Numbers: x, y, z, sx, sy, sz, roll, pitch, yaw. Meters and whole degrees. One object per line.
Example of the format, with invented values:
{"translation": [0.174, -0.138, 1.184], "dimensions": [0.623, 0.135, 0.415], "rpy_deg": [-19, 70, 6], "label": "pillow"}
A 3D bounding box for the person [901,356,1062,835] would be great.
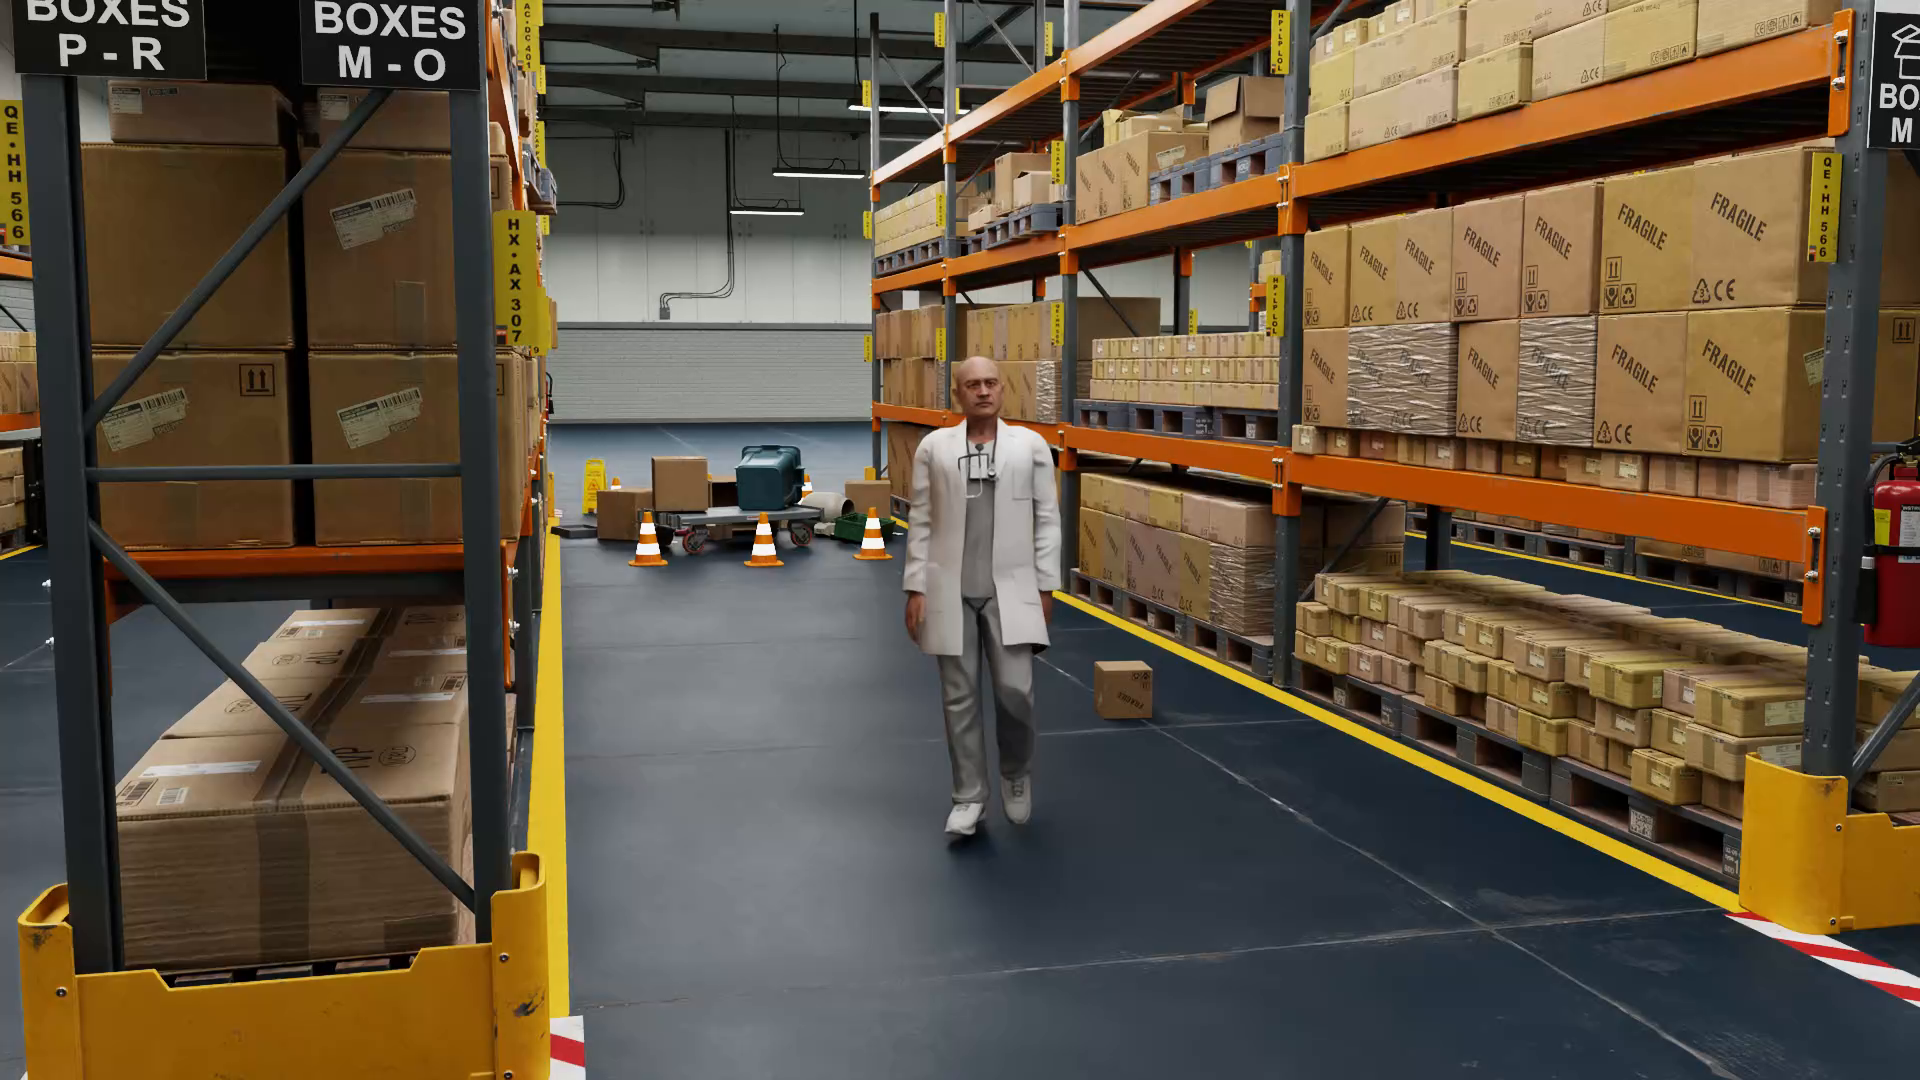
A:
{"translation": [0.078, 0.312, 6.232], "dimensions": [0.593, 1.570, 0.534], "rpy_deg": [1, 6, 6], "label": "person"}
